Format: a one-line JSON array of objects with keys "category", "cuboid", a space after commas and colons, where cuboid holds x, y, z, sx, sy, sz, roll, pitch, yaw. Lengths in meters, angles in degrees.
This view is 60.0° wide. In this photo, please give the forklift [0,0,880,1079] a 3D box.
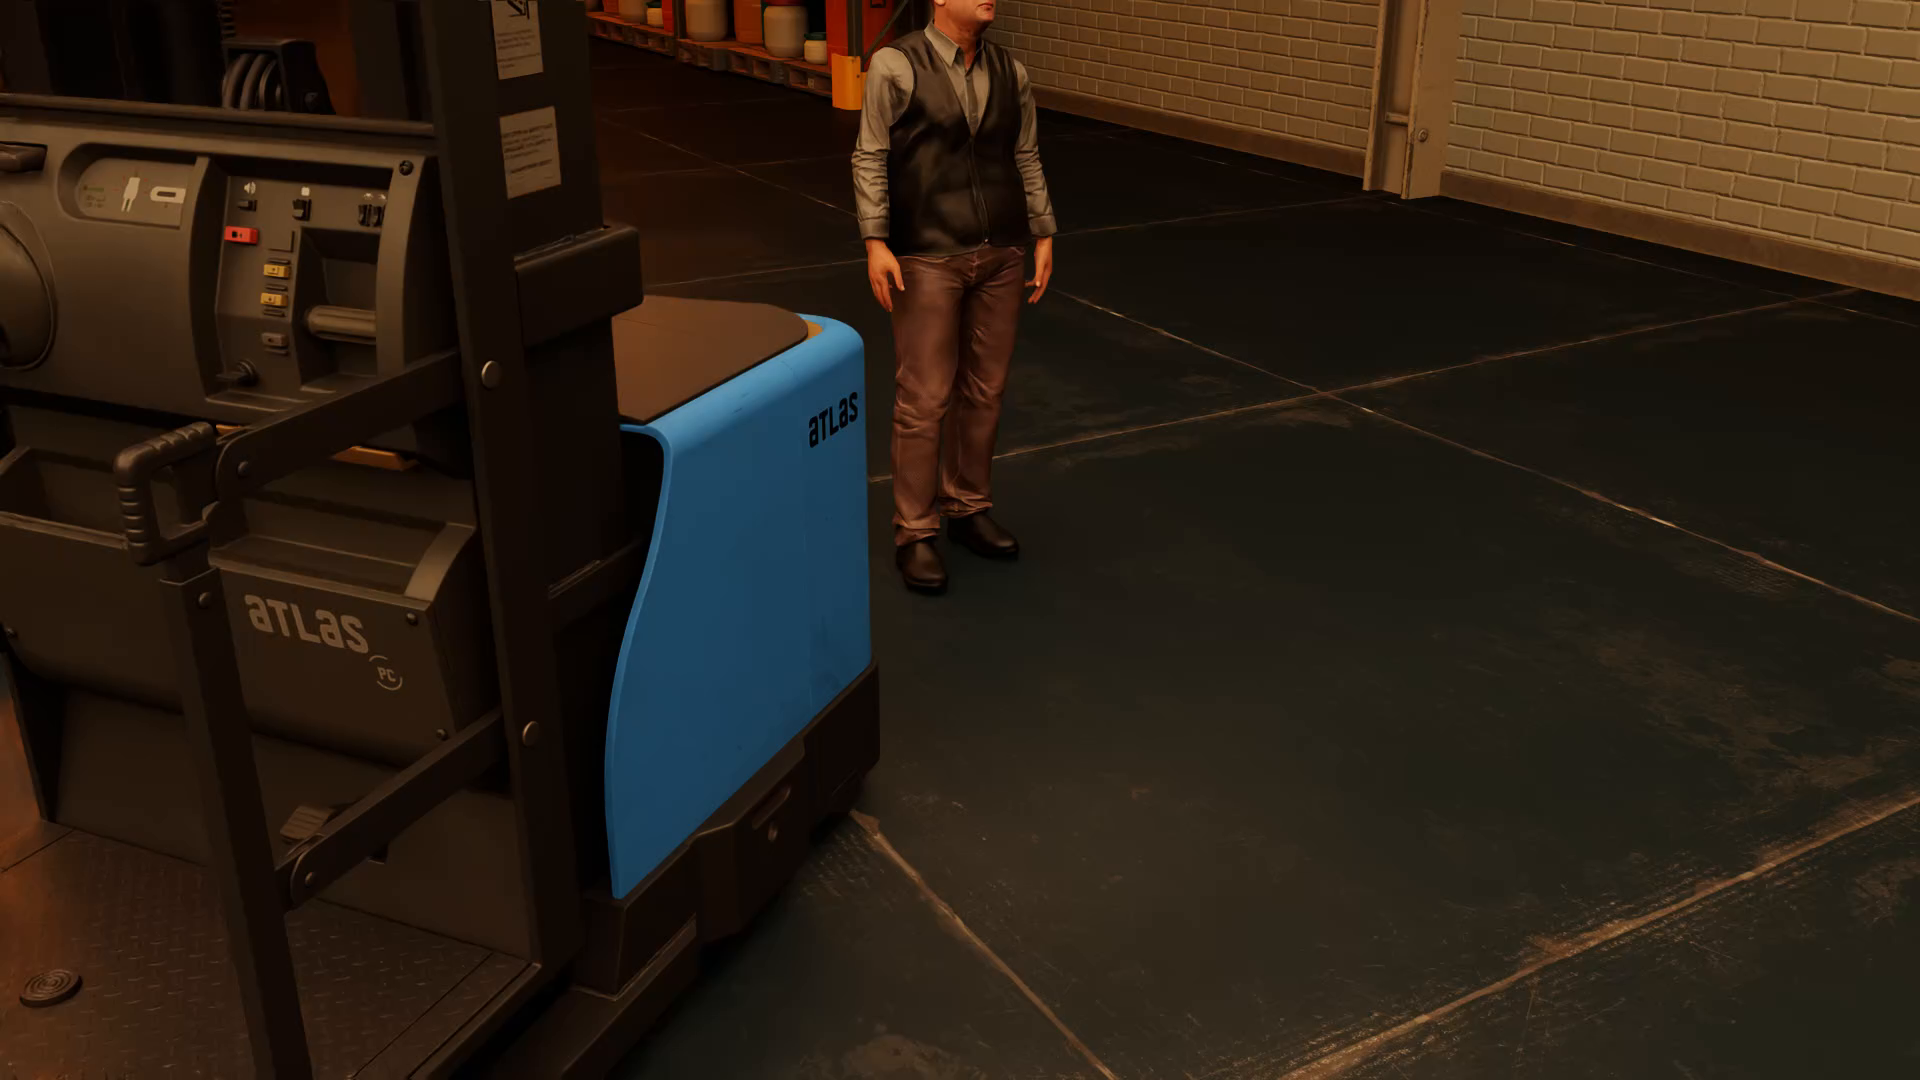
[{"category": "forklift", "cuboid": [-1.224, -0.374, 2.184, 1.130, 2.935, 3.031, 9, 24, 21]}]

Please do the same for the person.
[{"category": "person", "cuboid": [0.025, -0.781, 4.751, 0.633, 1.722, 0.566, -12, 25, -28]}]
